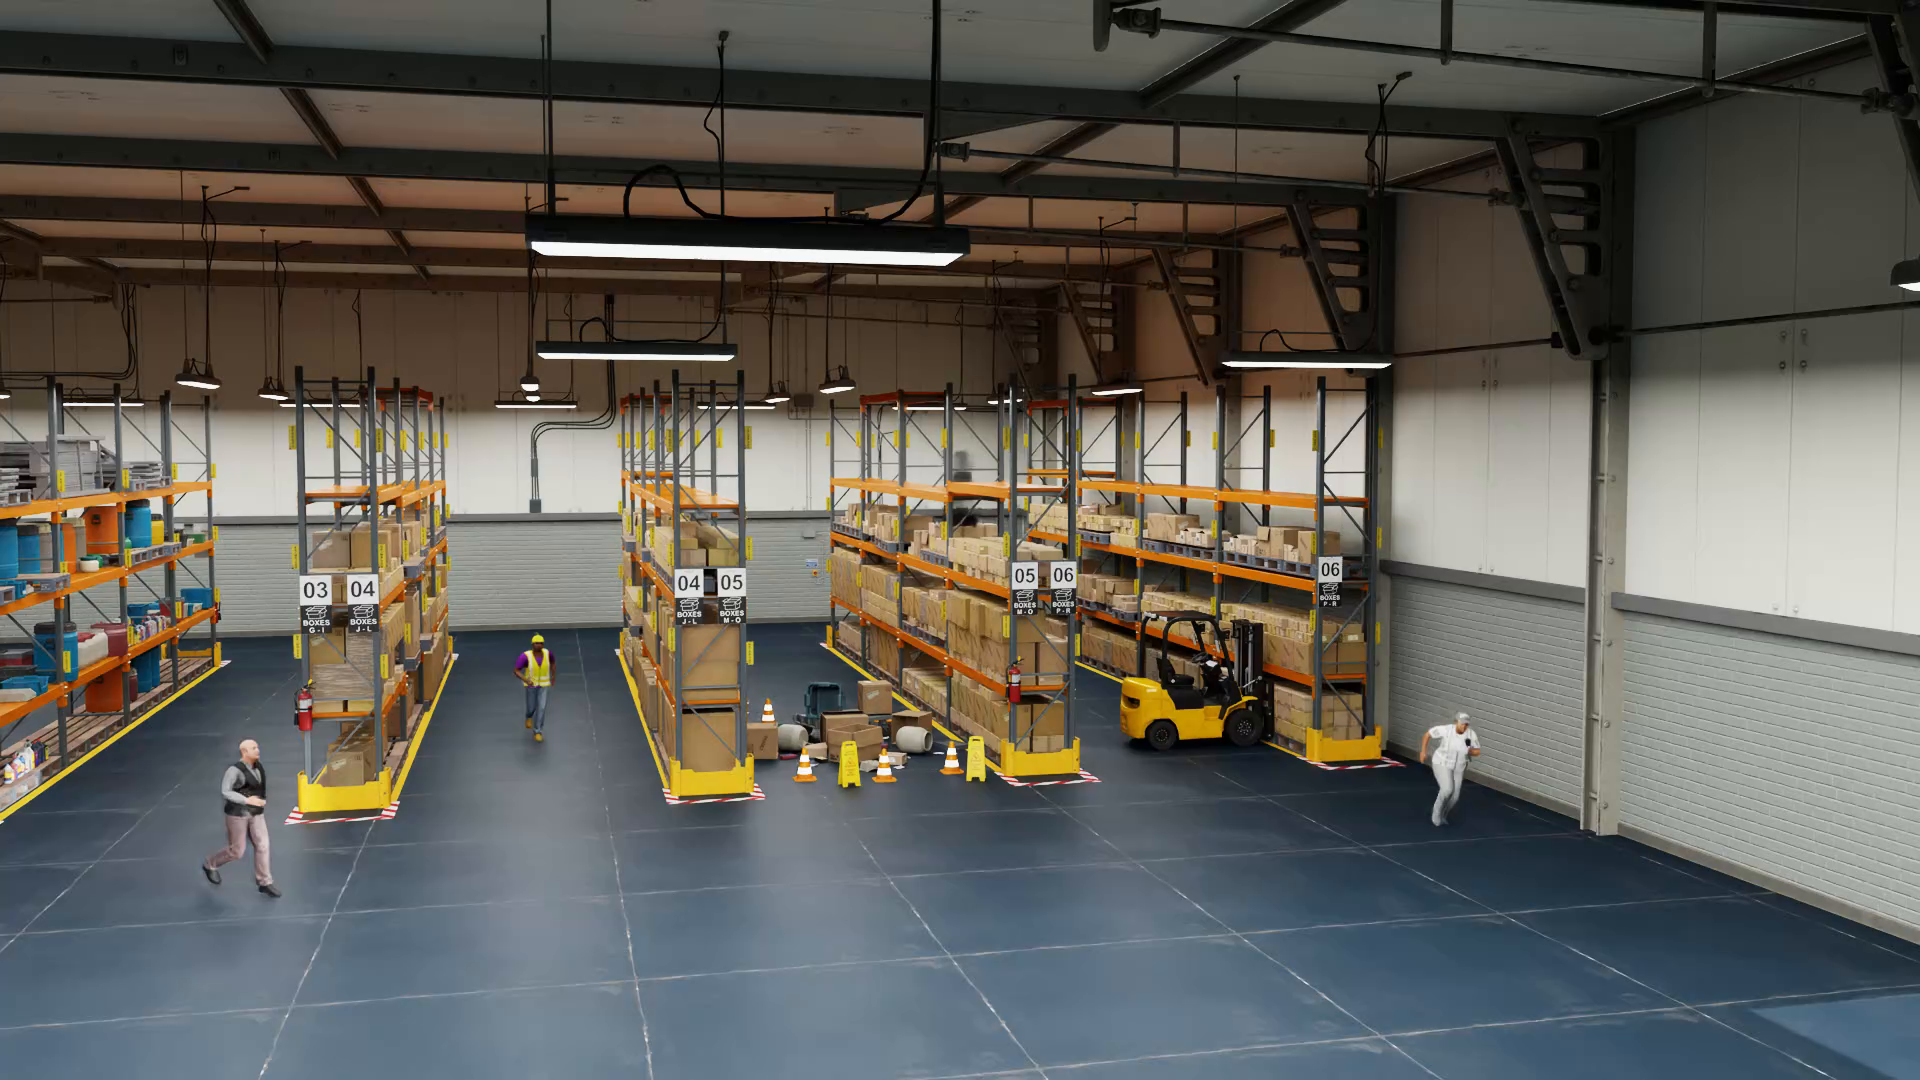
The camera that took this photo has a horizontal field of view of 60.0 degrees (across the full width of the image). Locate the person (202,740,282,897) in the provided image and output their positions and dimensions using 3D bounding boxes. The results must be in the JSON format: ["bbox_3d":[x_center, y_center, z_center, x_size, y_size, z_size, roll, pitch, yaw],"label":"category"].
[{"bbox_3d":[-7.905,3.050,18.327,1.008,1.717,0.680,1,4,15],"label":"person"}]

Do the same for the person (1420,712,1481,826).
[{"bbox_3d":[6.369,2.973,21.554,0.666,1.556,0.777,-1,3,-10],"label":"person"}]

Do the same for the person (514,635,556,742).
[{"bbox_3d":[-7.139,2.464,27.993,0.725,1.754,0.952,-2,4,-27],"label":"person"}]
